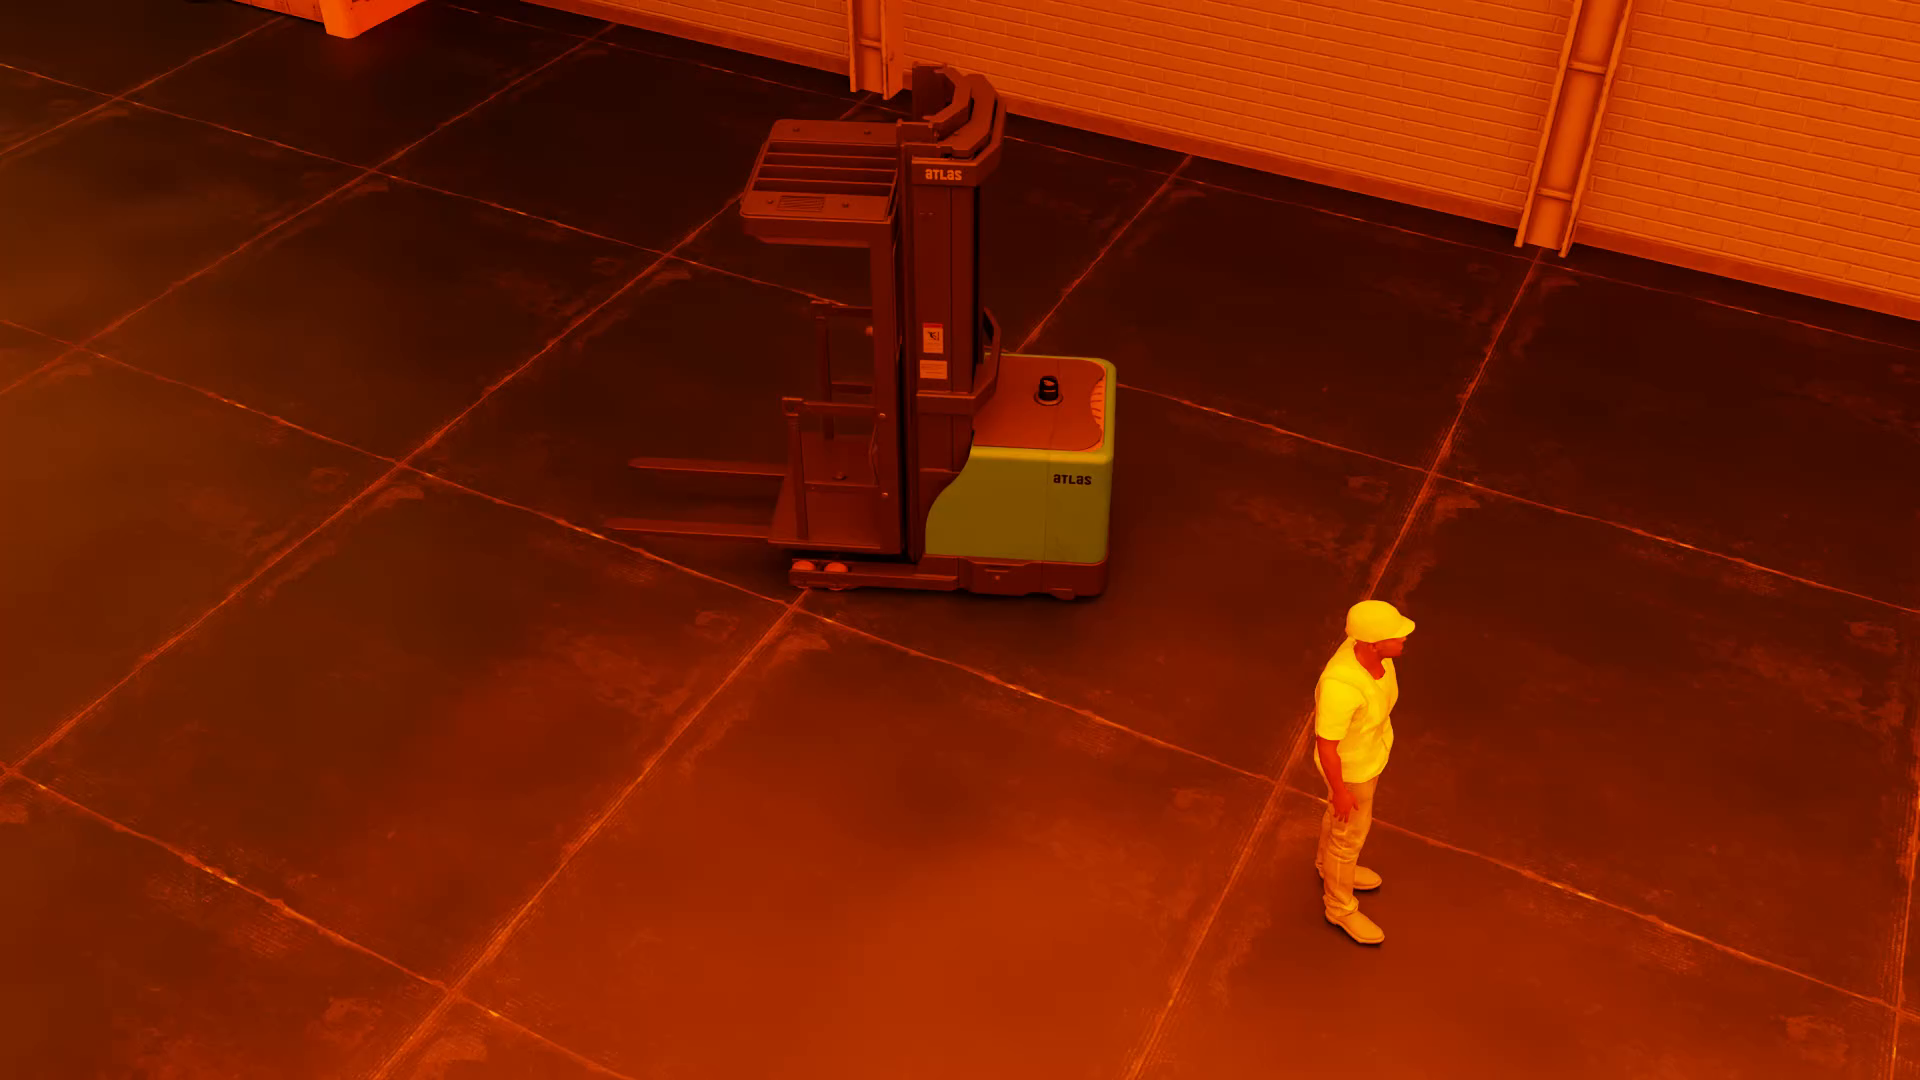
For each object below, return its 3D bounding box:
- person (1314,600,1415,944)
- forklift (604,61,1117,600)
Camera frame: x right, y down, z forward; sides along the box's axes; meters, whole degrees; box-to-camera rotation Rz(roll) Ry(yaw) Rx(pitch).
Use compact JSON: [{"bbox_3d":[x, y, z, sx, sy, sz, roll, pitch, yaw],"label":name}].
[{"bbox_3d":[1.893,1.019,7.672,0.577,1.761,0.665,19,44,21],"label":"person"},{"bbox_3d":[-0.606,-1.157,9.360,3.031,2.935,1.130,3,40,4],"label":"forklift"}]
